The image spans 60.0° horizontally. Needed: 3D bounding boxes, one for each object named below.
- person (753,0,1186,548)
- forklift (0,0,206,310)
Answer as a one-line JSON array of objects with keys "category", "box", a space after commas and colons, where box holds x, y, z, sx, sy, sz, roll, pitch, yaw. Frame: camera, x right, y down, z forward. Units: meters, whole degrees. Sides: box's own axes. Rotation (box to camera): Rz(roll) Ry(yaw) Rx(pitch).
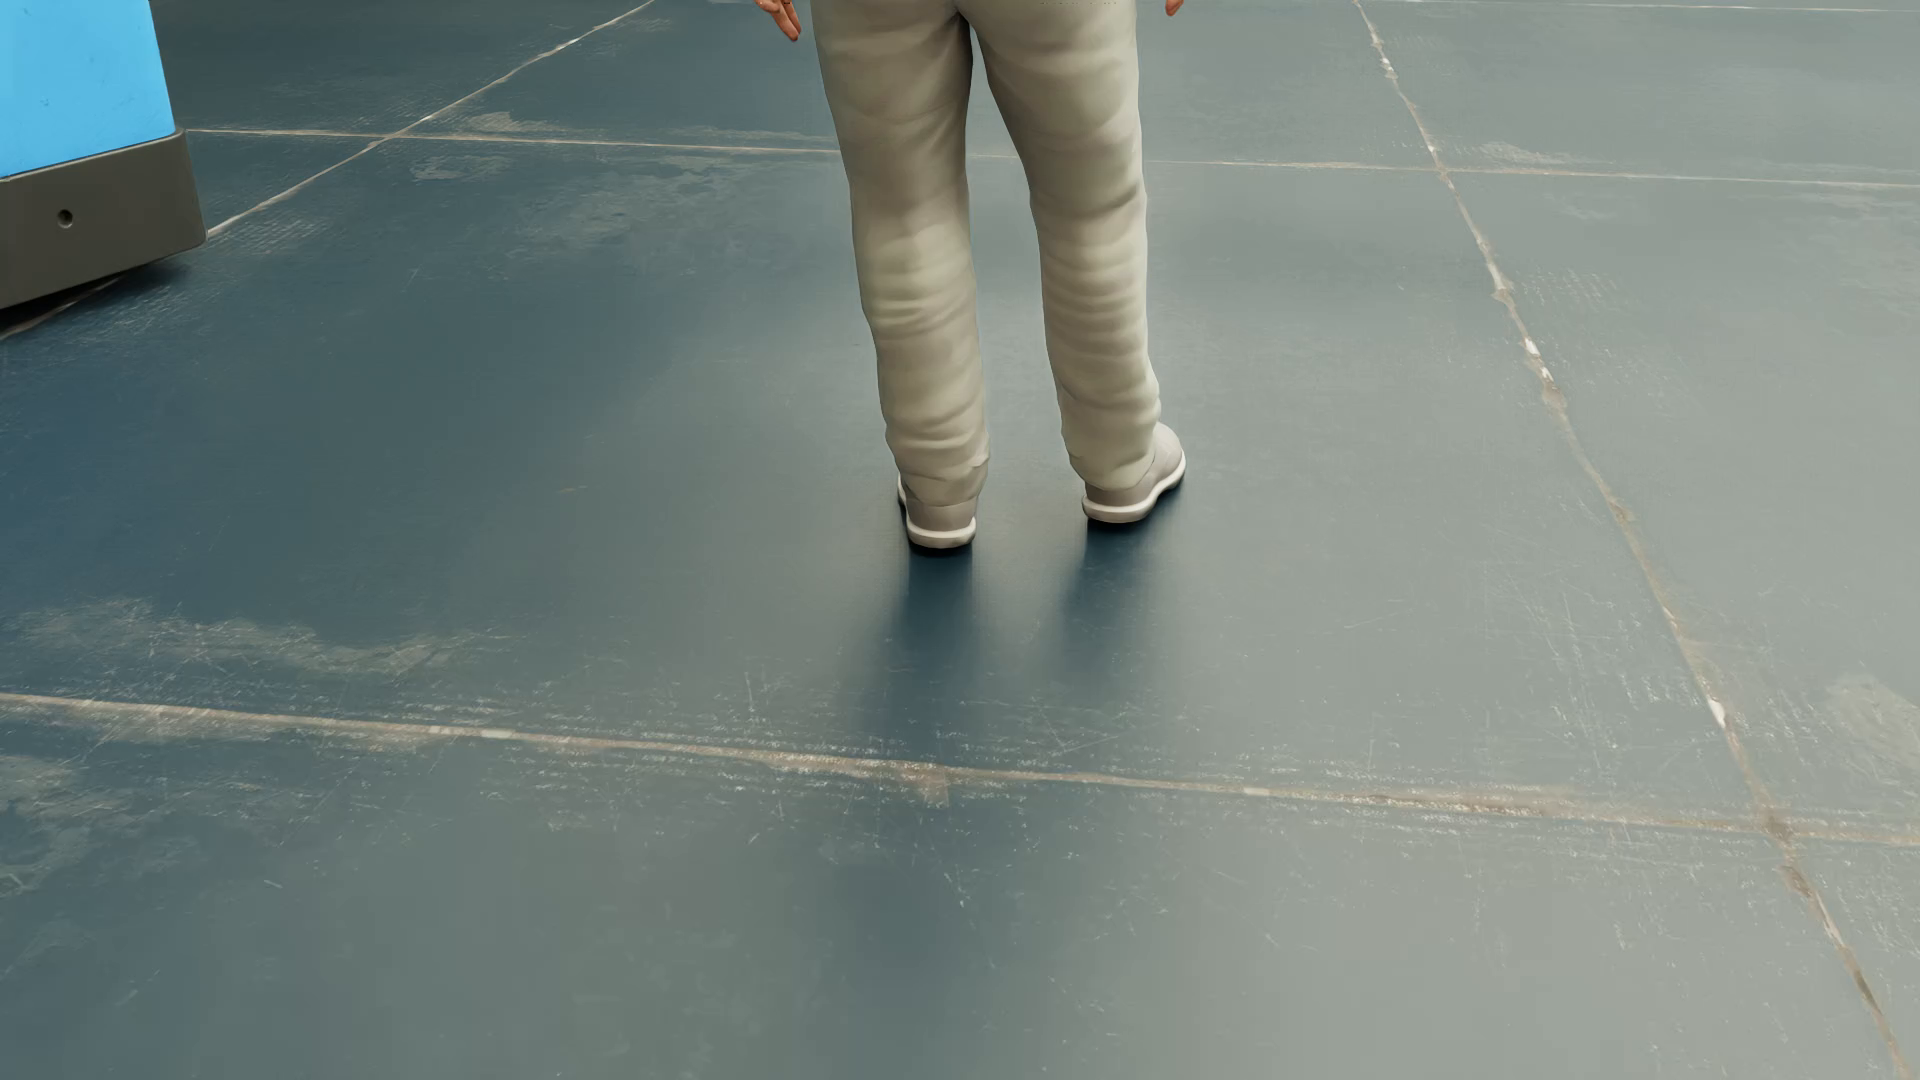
[{"category": "person", "box": [0.022, -0.839, 2.167, 0.641, 1.781, 0.574, 3, 27, 7]}, {"category": "forklift", "box": [-3.208, -2.008, 3.242, 3.031, 2.935, 1.130, 13, 29, 24]}]
